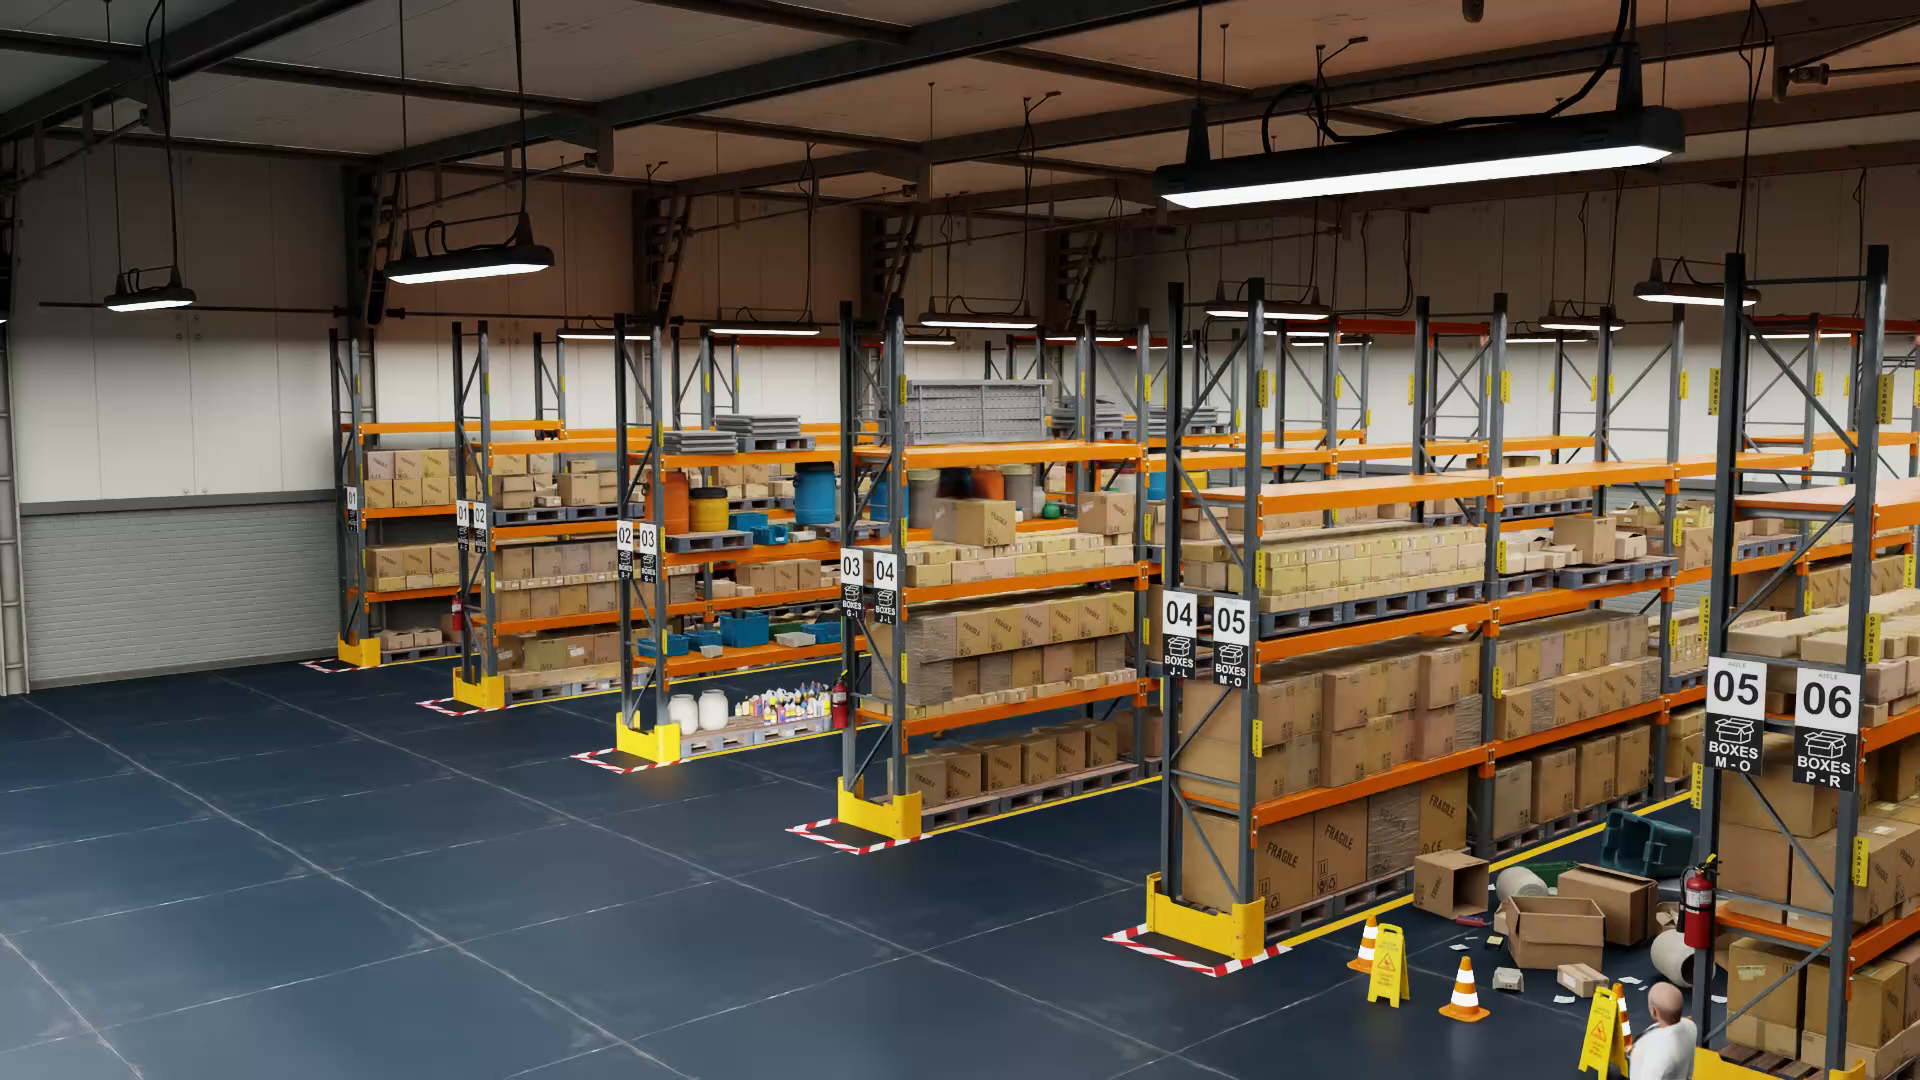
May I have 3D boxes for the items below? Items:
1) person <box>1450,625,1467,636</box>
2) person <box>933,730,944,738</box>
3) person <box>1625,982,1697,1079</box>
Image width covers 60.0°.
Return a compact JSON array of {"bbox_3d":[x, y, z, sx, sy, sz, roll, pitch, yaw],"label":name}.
[{"bbox_3d":[6.873,2.025,23.062,0.585,1.736,1.092,5,8,44],"label":"person"},{"bbox_3d":[-0.289,1.928,23.827,0.579,1.758,0.702,2,6,17],"label":"person"},{"bbox_3d":[3.926,3.390,9.485,0.581,1.855,0.645,2,6,16],"label":"person"}]
